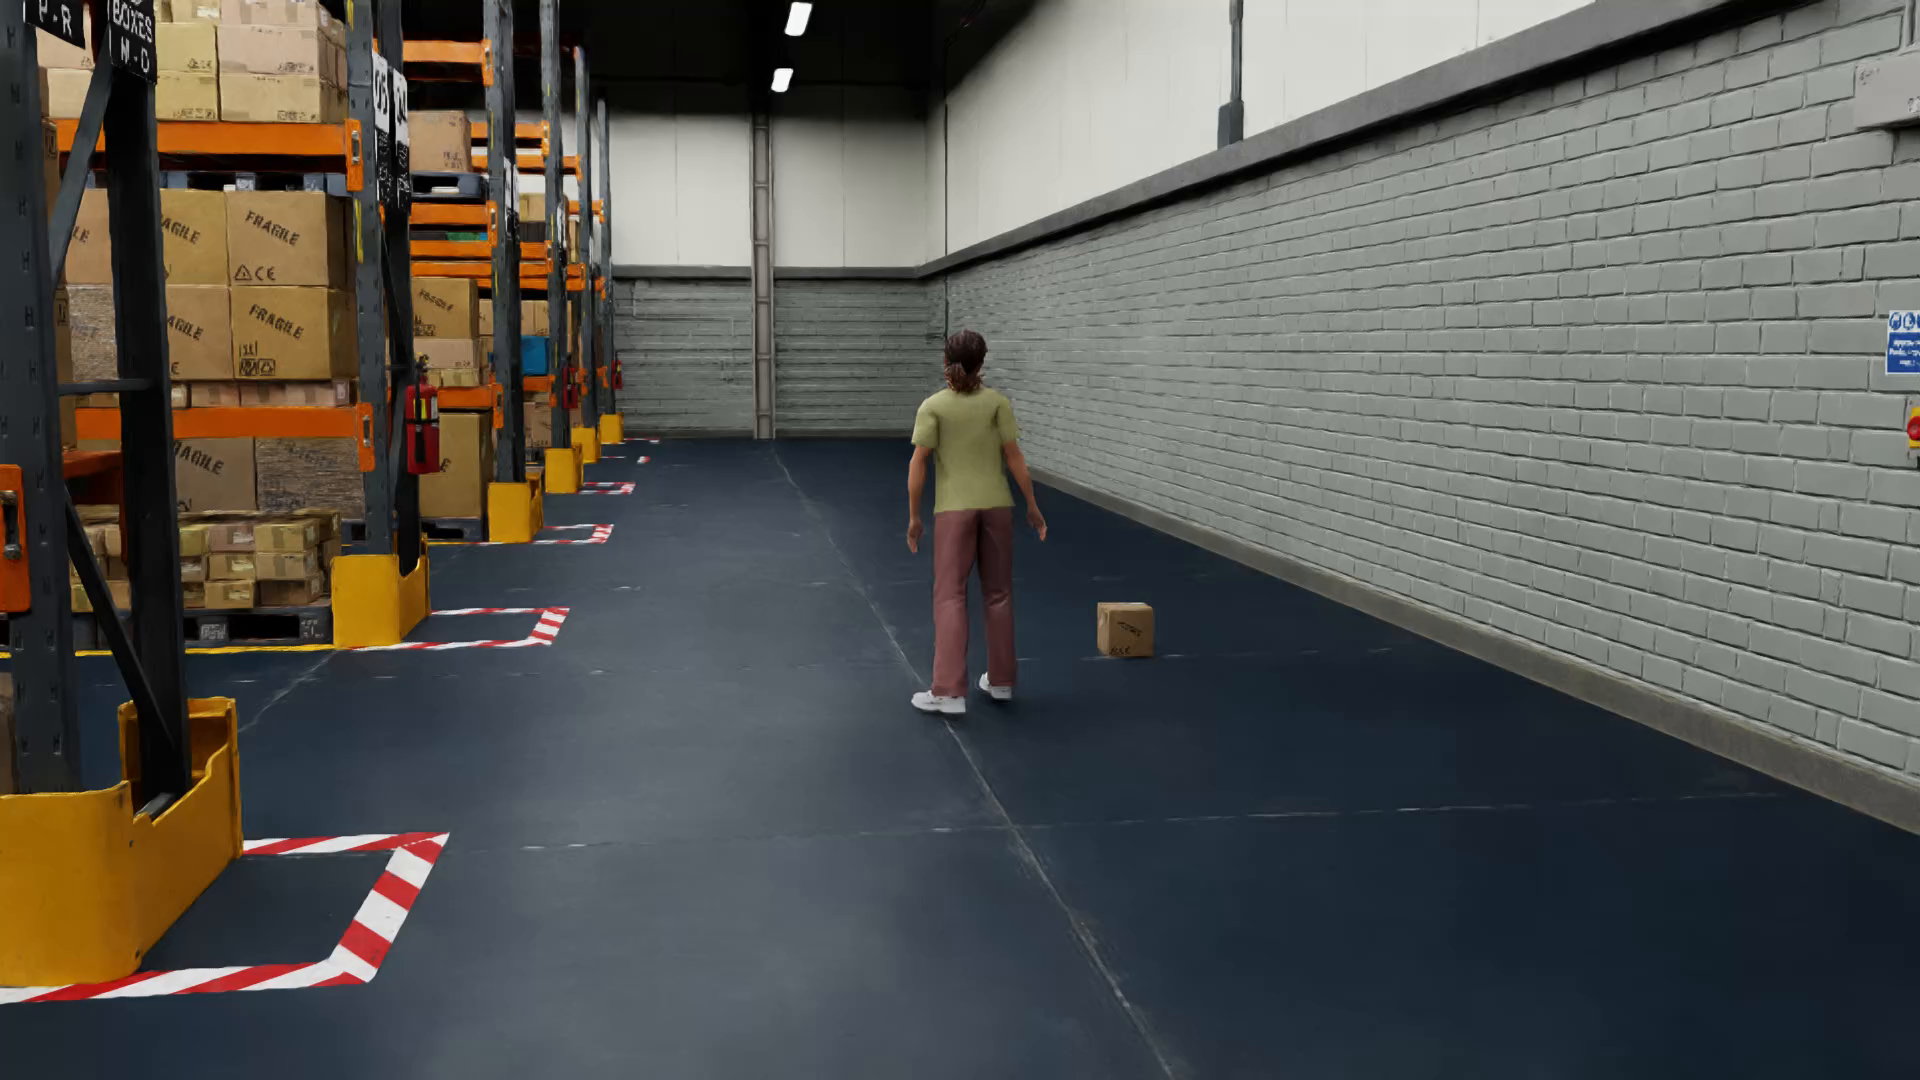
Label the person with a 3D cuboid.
[{"bbox_3d":[0.058,-0.096,7.406,0.621,1.673,0.517,-1,7,-12],"label":"person"}]
